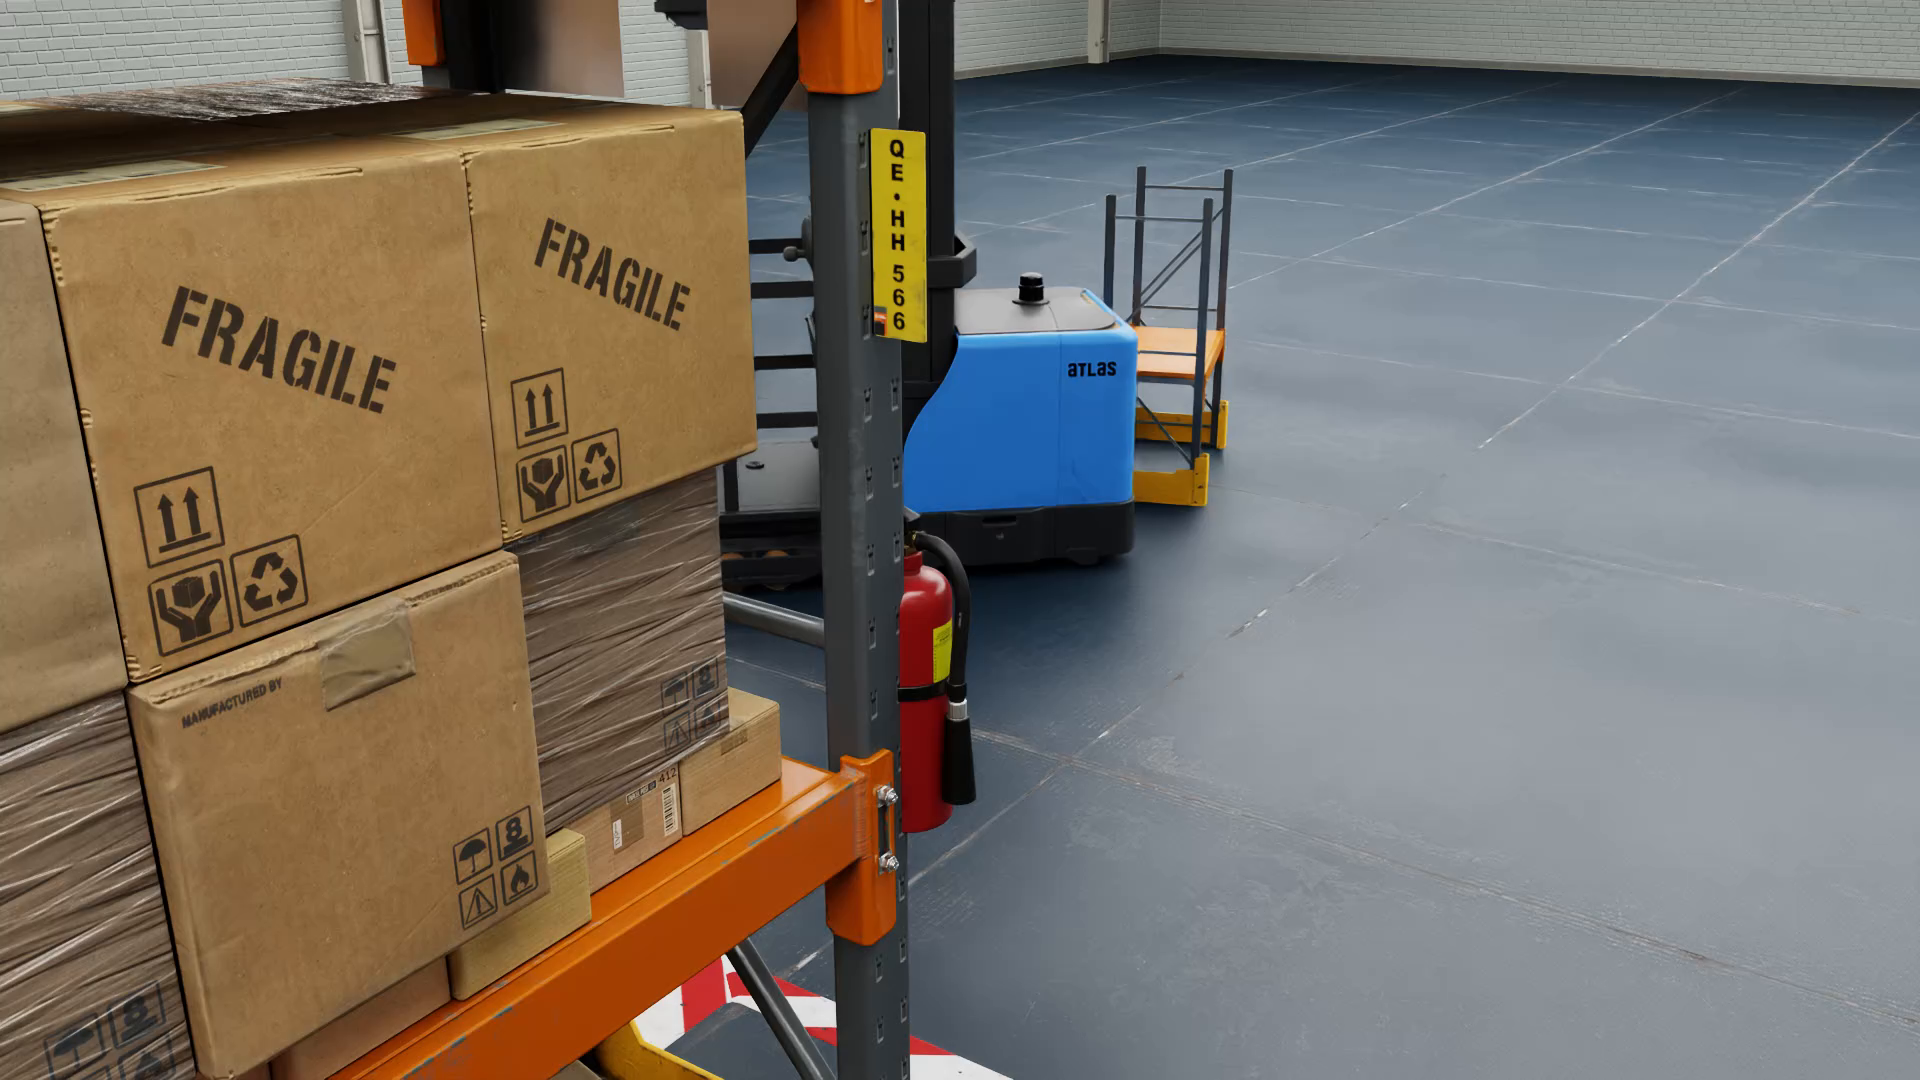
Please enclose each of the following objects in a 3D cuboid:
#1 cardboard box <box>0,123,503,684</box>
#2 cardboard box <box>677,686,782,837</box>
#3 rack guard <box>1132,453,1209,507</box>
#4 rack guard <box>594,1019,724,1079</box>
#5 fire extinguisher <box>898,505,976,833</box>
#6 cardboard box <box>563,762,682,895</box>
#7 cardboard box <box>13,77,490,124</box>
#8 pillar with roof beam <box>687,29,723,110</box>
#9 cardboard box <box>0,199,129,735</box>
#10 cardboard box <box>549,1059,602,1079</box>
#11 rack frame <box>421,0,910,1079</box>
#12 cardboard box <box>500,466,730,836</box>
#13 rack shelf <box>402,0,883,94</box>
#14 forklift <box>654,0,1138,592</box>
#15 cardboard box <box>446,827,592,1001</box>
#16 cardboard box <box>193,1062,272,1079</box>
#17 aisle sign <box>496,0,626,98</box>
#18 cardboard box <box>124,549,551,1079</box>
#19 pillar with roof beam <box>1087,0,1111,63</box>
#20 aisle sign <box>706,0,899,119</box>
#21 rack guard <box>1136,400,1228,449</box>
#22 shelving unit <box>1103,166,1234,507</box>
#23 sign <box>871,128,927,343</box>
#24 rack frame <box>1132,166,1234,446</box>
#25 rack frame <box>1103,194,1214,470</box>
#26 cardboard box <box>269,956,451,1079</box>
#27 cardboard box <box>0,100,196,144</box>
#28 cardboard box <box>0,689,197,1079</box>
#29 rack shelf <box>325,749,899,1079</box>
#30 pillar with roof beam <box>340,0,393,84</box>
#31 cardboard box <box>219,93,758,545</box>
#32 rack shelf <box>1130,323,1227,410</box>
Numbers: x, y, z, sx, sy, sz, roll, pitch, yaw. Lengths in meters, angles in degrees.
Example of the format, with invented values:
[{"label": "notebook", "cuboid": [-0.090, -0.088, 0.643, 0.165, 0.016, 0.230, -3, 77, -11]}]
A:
[{"label": "cardboard box", "cuboid": [-0.924, -0.200, 1.969, 0.500, 0.500, 0.500, 13, 24, 32]}, {"label": "cardboard box", "cuboid": [-0.532, 0.344, 2.873, 0.380, 0.149, 0.250, 13, 24, 32]}, {"label": "rack guard", "cuboid": [0.936, -0.319, 8.266, 0.587, 0.250, 0.087, 5, 21, 13]}, {"label": "rack guard", "cuboid": [-0.585, 1.299, 3.534, 1.175, 0.500, 0.348, 13, 24, 32]}, {"label": "fire extinguisher", "cuboid": [-0.097, 0.198, 3.018, 0.296, 0.674, 0.183, 13, 24, 32]}, {"label": "cardboard box", "cuboid": [-0.673, 0.416, 2.679, 0.380, 0.149, 0.250, 13, 24, 32]}, {"label": "cardboard box", "cuboid": [-1.077, -0.446, 2.634, 0.500, 0.500, 0.500, 13, 24, 32]}, {"label": "pillar with roof beam", "cuboid": [-0.304, -9.910, 21.585, 9.100, 9.000, 0.400, 13, 24, 32]}, {"label": "cardboard box", "cuboid": [-1.207, -0.057, 1.582, 0.500, 0.500, 0.500, 13, 24, 32]}, {"label": "cardboard box", "cuboid": [-0.908, 1.256, 3.044, 0.500, 0.500, 0.500, 19, 28, 42]}, {"label": "rack frame", "cuboid": [-0.545, 0.104, 3.161, 0.949, 2.616, 0.053, 13, 24, 32]}, {"label": "cardboard box", "cuboid": [-0.875, 0.070, 2.678, 0.875, 0.500, 0.500, 13, 24, 32]}, {"label": "rack shelf", "cuboid": [-1.667, -0.391, 1.212, 1.077, 0.370, 4.000, 13, 24, 32]}, {"label": "forklift", "cuboid": [-0.783, -1.346, 7.179, 3.031, 2.935, 1.130, -3, 21, -8]}, {"label": "cardboard box", "cuboid": [-0.771, 0.498, 2.458, 0.380, 0.149, 0.250, 13, 24, 32]}, {"label": "cardboard box", "cuboid": [-1.099, 0.630, 2.100, 0.380, 0.149, 0.250, 13, 24, 32]}, {"label": "aisle sign", "cuboid": [-0.756, -1.191, 2.914, 0.394, 0.787, 0.004, 13, 24, 32]}, {"label": "cardboard box", "cuboid": [-1.056, 0.237, 2.227, 0.875, 0.500, 0.500, 13, 24, 32]}, {"label": "pillar with roof beam", "cuboid": [6.442, -13.353, 30.893, 9.100, 9.000, 0.400, 13, 24, 32]}, {"label": "aisle sign", "cuboid": [-0.260, -1.074, 2.598, 0.394, 0.787, 0.004, 13, 24, 32]}, {"label": "rack guard", "cuboid": [1.175, -0.654, 9.173, 0.587, 0.250, 0.087, 5, 21, 13]}, {"label": "shelving unit", "cuboid": [1.056, -1.073, 8.503, 0.587, 1.500, 1.083, 5, 21, 13]}, {"label": "sign", "cuboid": [-0.095, -0.473, 2.595, 0.100, 0.325, 0.005, 13, 24, 32]}, {"label": "rack frame", "cuboid": [1.180, -1.247, 8.974, 0.500, 1.500, 0.032, 5, 21, 13]}, {"label": "rack frame", "cuboid": [0.935, -0.904, 8.048, 0.500, 1.500, 0.032, 5, 21, 13]}, {"label": "cardboard box", "cuboid": [-0.924, 0.566, 2.272, 0.380, 0.149, 0.250, 13, 24, 32]}, {"label": "cardboard box", "cuboid": [-1.364, -0.304, 2.249, 0.500, 0.500, 0.500, 13, 24, 32]}, {"label": "cardboard box", "cuboid": [-1.373, 0.372, 1.862, 0.875, 0.500, 0.500, 13, 24, 32]}, {"label": "rack shelf", "cuboid": [-1.667, 1.016, 1.732, 1.077, 0.370, 4.000, 13, 24, 32]}, {"label": "pillar with roof beam", "cuboid": [-3.677, -8.188, 16.931, 9.100, 9.000, 0.400, 13, 24, 32]}, {"label": "cardboard box", "cuboid": [-0.647, -0.345, 2.360, 0.500, 0.500, 0.500, 13, 24, 32]}, {"label": "rack shelf", "cuboid": [1.058, -0.907, 8.573, 0.538, 0.185, 1.000, 5, 21, 13]}]
